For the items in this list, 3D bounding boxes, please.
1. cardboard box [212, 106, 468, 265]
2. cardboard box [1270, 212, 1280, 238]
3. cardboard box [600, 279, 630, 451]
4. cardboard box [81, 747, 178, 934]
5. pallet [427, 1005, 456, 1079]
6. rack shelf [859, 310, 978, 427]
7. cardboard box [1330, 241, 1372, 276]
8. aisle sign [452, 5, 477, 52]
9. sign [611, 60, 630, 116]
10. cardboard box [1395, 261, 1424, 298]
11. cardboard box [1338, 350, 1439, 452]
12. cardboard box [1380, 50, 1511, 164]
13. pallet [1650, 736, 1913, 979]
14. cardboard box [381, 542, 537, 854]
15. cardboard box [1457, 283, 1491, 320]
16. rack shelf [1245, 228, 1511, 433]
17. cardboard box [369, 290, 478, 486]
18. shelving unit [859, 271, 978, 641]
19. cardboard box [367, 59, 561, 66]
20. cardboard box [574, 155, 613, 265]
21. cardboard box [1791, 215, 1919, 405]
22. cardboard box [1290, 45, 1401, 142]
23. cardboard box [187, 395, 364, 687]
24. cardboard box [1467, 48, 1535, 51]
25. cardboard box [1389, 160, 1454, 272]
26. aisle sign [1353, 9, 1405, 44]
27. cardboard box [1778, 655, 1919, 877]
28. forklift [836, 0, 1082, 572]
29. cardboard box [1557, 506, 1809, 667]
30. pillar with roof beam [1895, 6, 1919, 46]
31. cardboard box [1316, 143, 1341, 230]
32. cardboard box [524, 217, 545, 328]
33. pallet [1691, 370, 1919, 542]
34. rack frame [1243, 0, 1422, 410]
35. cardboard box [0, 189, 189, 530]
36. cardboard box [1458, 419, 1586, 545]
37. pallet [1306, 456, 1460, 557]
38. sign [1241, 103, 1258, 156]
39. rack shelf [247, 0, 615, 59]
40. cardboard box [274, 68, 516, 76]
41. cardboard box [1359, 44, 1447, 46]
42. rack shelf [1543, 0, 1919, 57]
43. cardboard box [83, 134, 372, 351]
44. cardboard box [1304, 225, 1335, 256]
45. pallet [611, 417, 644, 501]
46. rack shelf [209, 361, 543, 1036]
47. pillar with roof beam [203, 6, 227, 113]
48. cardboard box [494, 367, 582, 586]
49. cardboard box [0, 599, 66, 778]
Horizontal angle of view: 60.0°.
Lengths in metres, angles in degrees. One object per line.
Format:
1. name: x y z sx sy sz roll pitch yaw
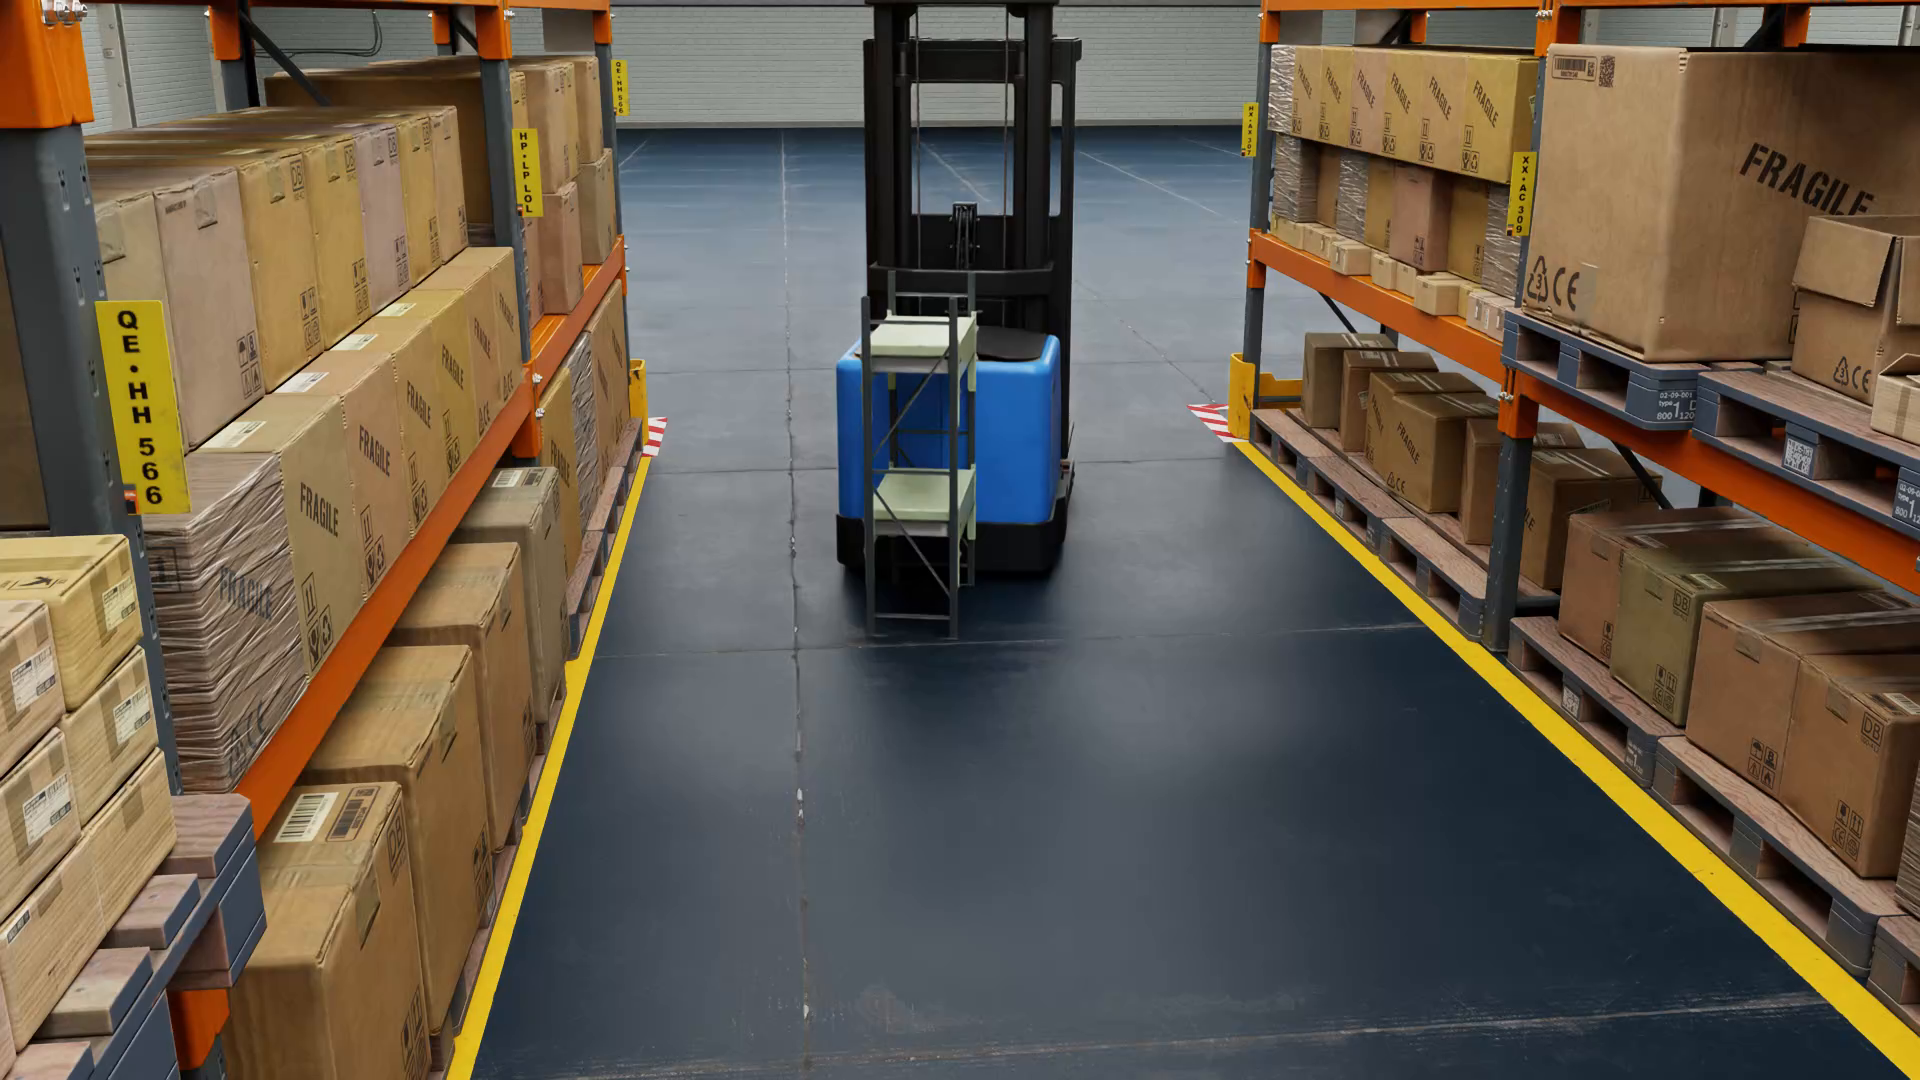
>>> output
1. cardboard box: -2.120 -1.230 5.751 0.700 0.500 0.500 -2 18 -7
2. cardboard box: 2.147 -1.956 10.318 0.380 0.149 0.250 -2 18 -6
3. cardboard box: -2.454 -1.031 9.801 0.875 0.875 0.875 -2 18 -5
4. cardboard box: -1.256 0.391 2.142 0.380 0.149 0.250 -1 17 -5
5. pallet: -1.771 1.432 3.764 1.003 0.211 1.213 -2 18 -6
6. rack shelf: -0.169 -0.764 7.305 0.431 0.370 0.720 2 18 6
7. cardboard box: 2.205 -1.506 8.885 0.380 0.149 0.250 -2 18 -6
8. aisle sign: -2.895 -3.297 9.831 0.394 0.787 0.004 -2 18 -6
9. sign: -2.049 -2.723 10.014 0.100 0.325 0.005 -2 18 -6
10. cardboard box: 2.373 -1.285 8.182 0.380 0.149 0.250 -2 18 -6
11. cardboard box: 2.498 -0.812 9.728 0.500 0.500 0.500 3 18 9
12. cardboard box: 2.343 -2.066 7.918 0.500 0.500 0.500 -2 18 -6
13. pallet: 2.978 0.950 5.297 1.003 0.211 1.213 -2 18 -6
14. cardboard box: -1.928 0.490 5.164 1.050 0.750 0.750 -2 18 -6
15. cardboard box: 2.470 -1.062 7.473 0.380 0.149 0.250 -2 18 -6
16. rack shelf: 2.561 -1.229 8.784 1.077 0.370 4.000 -2 18 -6
17. cardboard box: -1.753 -0.452 4.943 0.500 0.500 0.500 -2 17 -5
18. shelving unit: -0.169 -0.392 7.422 0.431 1.500 0.755 2 18 6
19. cardboard box: -2.519 -2.188 8.585 0.875 0.550 0.550 -2 18 -6
20. cardboard box: -2.428 -1.844 9.292 0.875 0.550 0.550 -2 18 -6
21. cardboard box: 3.038 -0.712 5.064 0.797 0.503 0.637 0 17 0
22. cardboard box: 2.185 -2.513 9.341 0.500 0.500 0.500 -2 18 -6
23. cardboard box: -1.598 -0.002 3.510 0.500 0.500 0.500 -2 18 -6
24. cardboard box: 2.807 -2.231 8.444 0.500 0.500 0.500 -2 18 -6
25. cardboard box: 2.614 -1.598 8.095 0.875 0.500 0.500 -2 18 -6
26. aisle sign: 2.646 -3.436 10.273 0.394 0.787 0.004 -2 18 -6
27. cardboard box: 2.955 0.666 4.987 0.700 0.500 0.500 0 17 -1
28. forklift: 0.076 -1.640 9.008 1.130 2.935 3.031 2 18 6
29. cardboard box: 2.809 0.190 6.502 0.700 0.500 0.500 -3 18 -10
30. pillar with roof beam: 11.929 -10.537 27.217 9.100 9.000 0.400 -2 18 -6
31. cardboard box: 2.555 -2.048 9.528 0.875 0.500 0.500 -2 18 -6
32. cardboard box: -2.306 -1.197 7.233 0.875 0.550 0.550 -2 18 -6
33. pallet: 2.934 -0.281 4.886 1.003 0.211 1.213 -2 18 -6
34. rack frame: 2.354 -2.168 10.575 1.000 3.000 0.127 -2 18 -6
35. cardboard box: -1.801 -0.320 2.853 0.700 0.500 0.500 -2 18 -6
36. cardboard box: 2.699 -0.275 8.016 0.500 0.500 0.500 4 18 12
37. pallet: 2.533 -0.209 8.991 1.003 0.211 1.213 -2 18 -6
38. sign: 1.815 -2.564 10.391 0.100 0.325 0.005 -2 18 -6
39. rack shelf: -2.383 -2.537 7.943 1.077 0.370 4.000 -2 18 -6
40. cardboard box: -2.353 -1.711 7.066 0.875 0.550 0.550 -2 18 -6
41. cardboard box: 2.657 -2.678 9.868 0.500 0.500 0.500 -2 18 -6
42. rack shelf: 2.973 -1.468 4.539 1.077 0.370 4.000 -2 18 -6
43. cardboard box: -1.963 -0.776 4.304 0.700 0.500 0.500 -2 18 -6
44. cardboard box: 2.211 -1.732 9.605 0.380 0.149 0.250 -2 18 -6
45. pallet: -2.429 -0.478 9.849 1.003 0.211 1.213 -2 18 -6
46. rack shelf: -1.971 0.086 4.596 1.077 0.370 4.000 -2 18 -6
47. pillar with roof beam: -12.077 -13.405 36.353 9.100 9.000 0.400 -2 18 -6
48. cardboard box: -2.172 -0.229 7.245 0.875 0.875 0.875 -2 17 -5
49. cardboard box: -1.234 0.181 1.817 0.380 0.149 0.250 -2 18 -6
